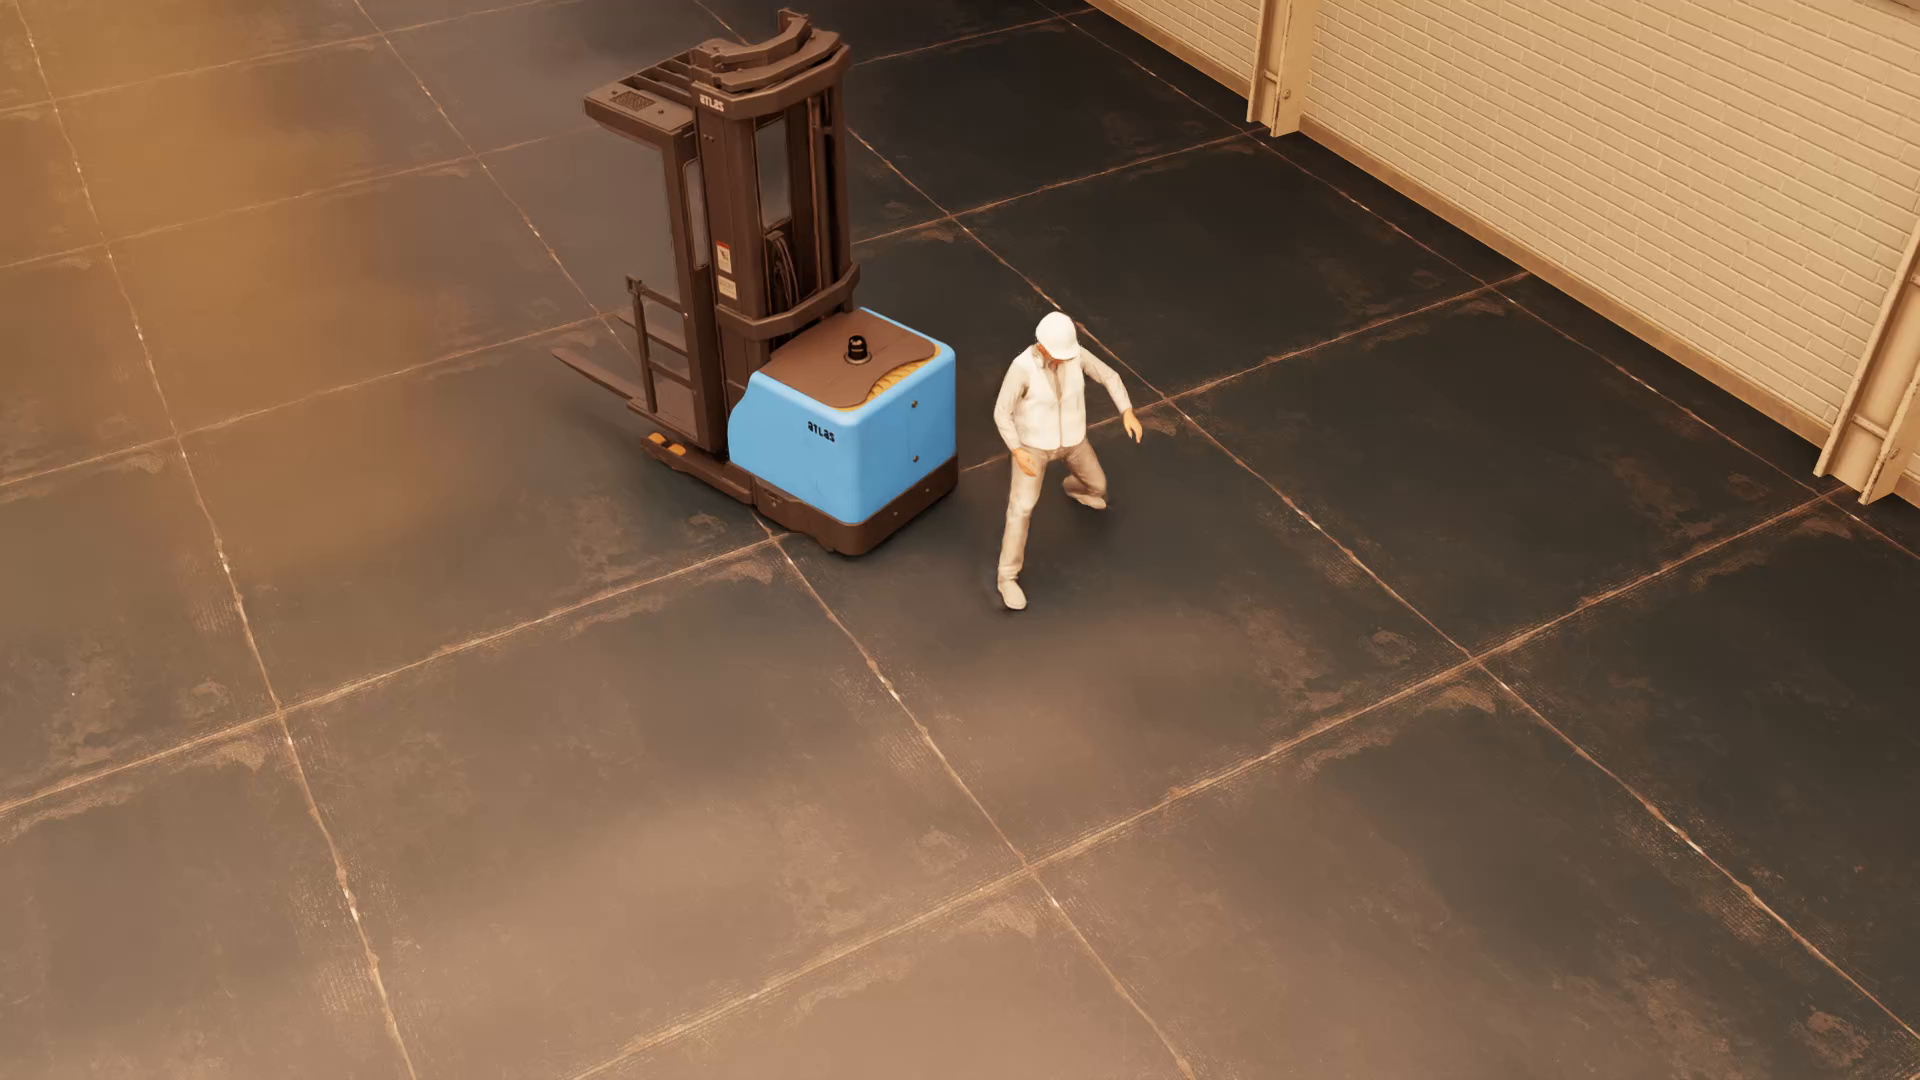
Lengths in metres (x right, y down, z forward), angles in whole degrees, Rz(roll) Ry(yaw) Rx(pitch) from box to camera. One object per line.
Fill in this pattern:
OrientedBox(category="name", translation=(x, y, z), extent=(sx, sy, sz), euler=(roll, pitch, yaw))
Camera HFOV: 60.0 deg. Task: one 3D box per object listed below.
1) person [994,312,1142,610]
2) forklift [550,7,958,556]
OrientedBox(category="person", translation=(0.579, -0.554, 9.760), extent=(0.995, 1.638, 0.982), euler=(-15, 42, -17))
OrientedBox(category="forklift", translation=(-1.470, -1.821, 10.232), extent=(3.031, 2.935, 1.130), euler=(28, 47, 29))
